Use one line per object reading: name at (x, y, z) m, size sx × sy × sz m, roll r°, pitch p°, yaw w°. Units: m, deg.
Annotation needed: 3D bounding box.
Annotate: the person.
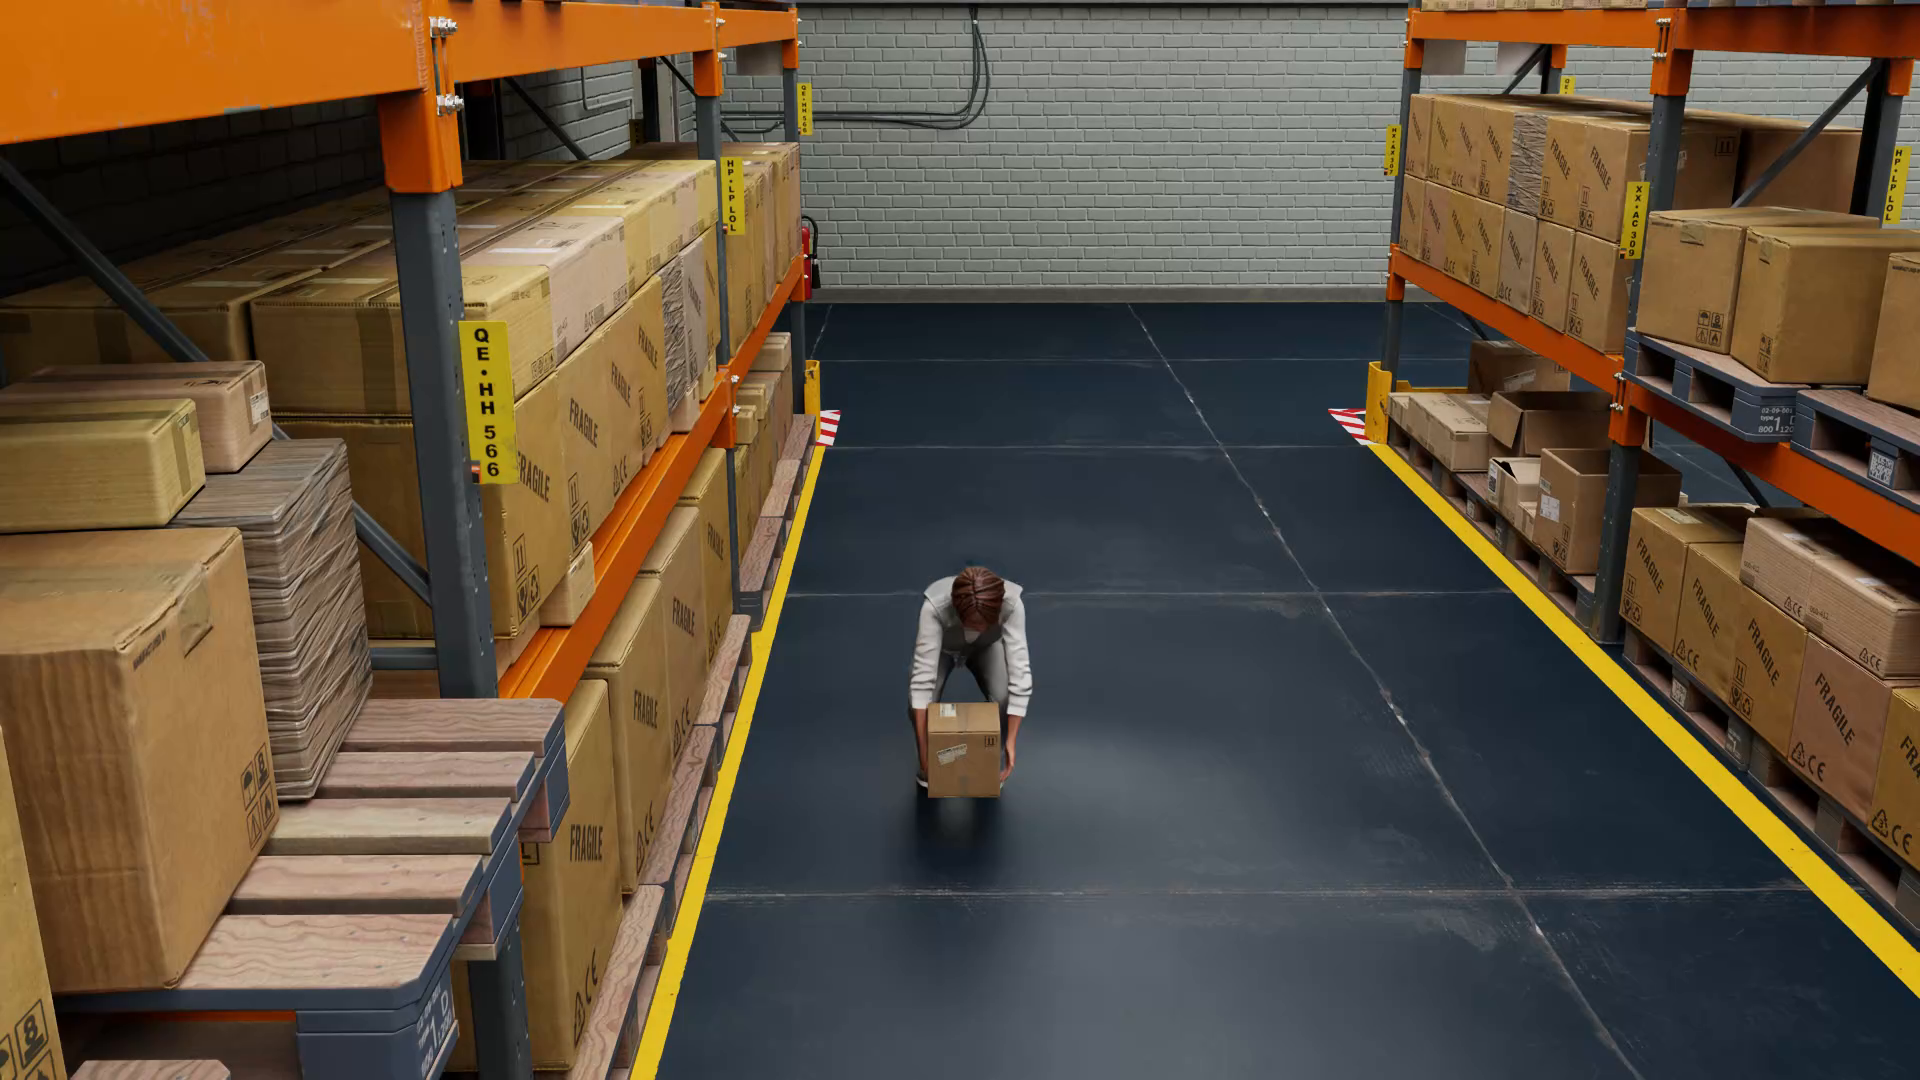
person at (0.030, 0.481, 6.120) m, size 0.452 × 0.948 × 0.782 m, roll 0°, pitch 17°, yaw 0°
